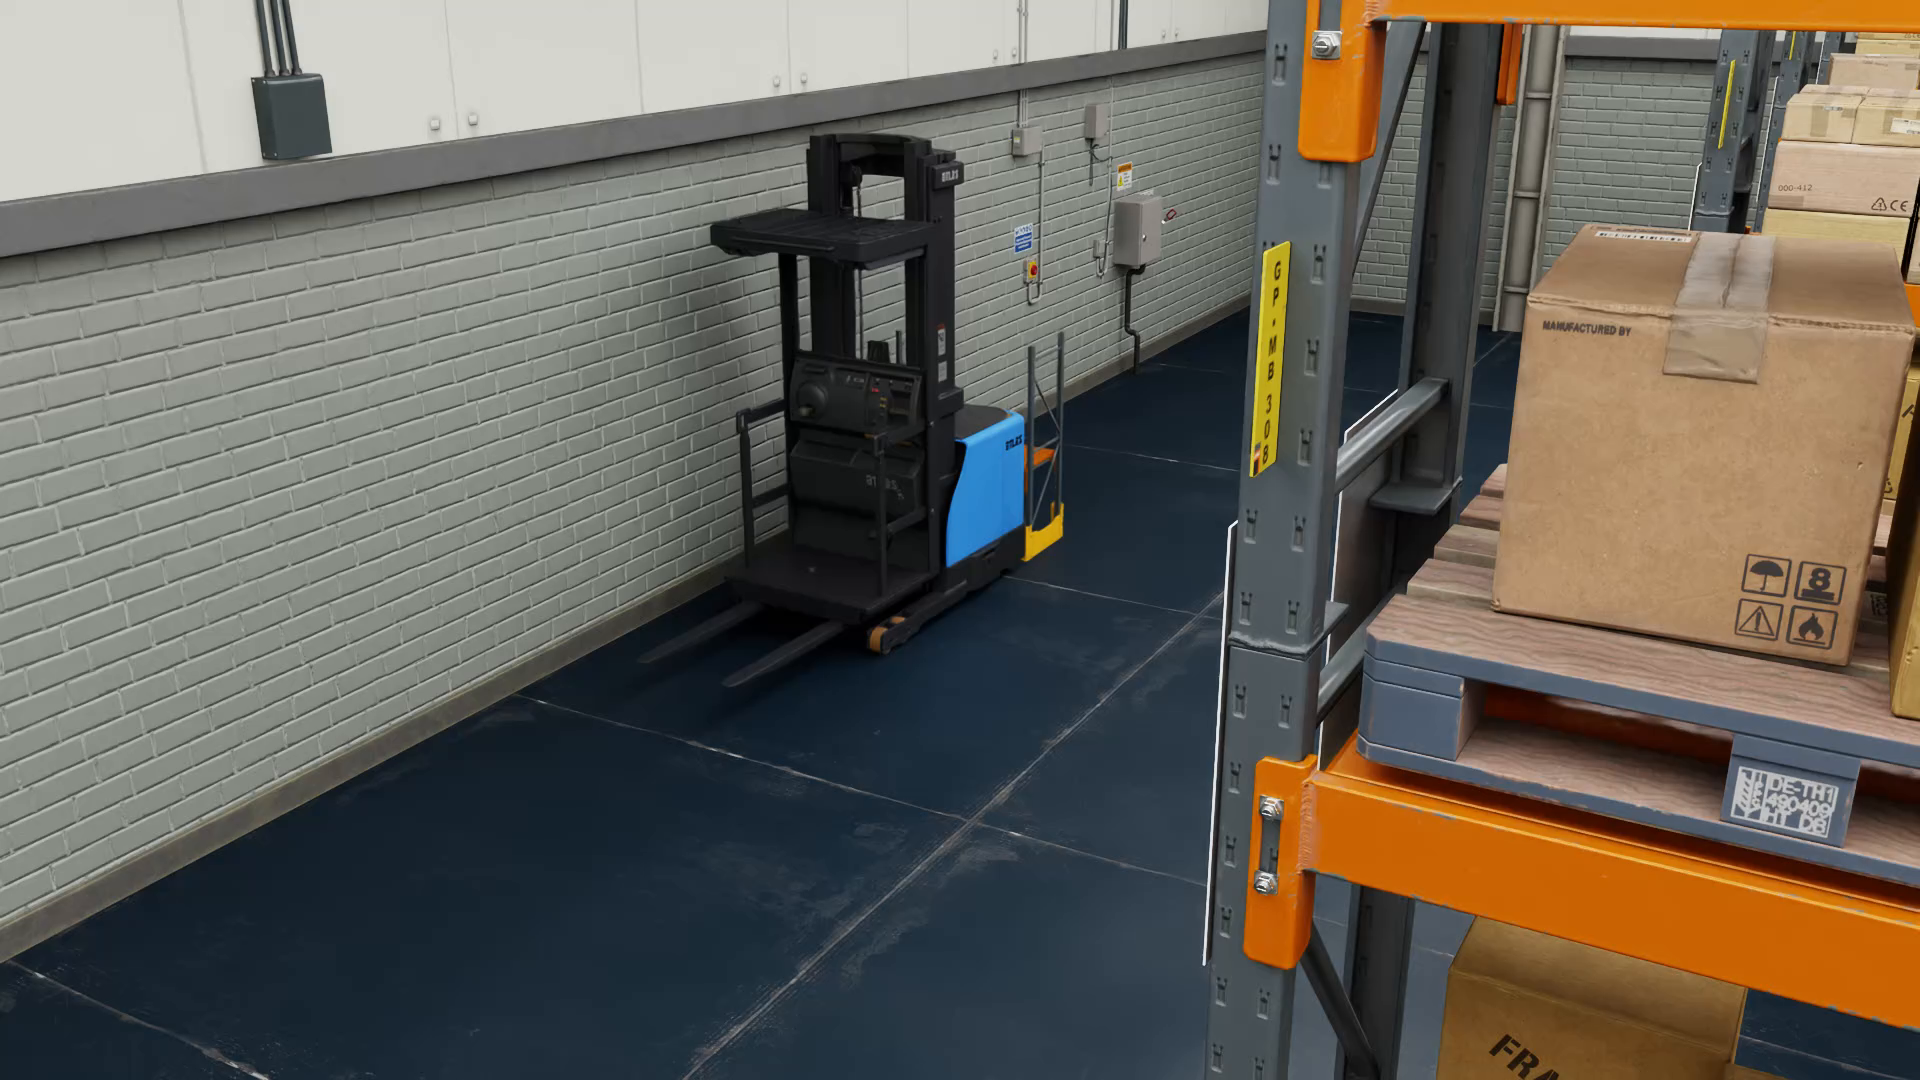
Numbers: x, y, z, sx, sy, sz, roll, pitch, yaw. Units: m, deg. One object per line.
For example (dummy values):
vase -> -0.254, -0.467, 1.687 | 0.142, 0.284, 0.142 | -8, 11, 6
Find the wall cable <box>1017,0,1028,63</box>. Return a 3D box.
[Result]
wall cable -> 0.449, -5.195, 12.990 | 0.029, 3.000, 0.463 | 11, 23, 27

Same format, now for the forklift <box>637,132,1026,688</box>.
forklift -> -0.749, -0.871, 9.968 | 1.130, 2.935, 3.031 | 12, 23, 29

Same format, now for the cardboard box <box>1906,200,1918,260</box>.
cardboard box -> 3.752, -1.365, 7.051 | 0.500, 0.250, 0.500 | 10, 22, 26

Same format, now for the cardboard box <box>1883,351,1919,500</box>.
cardboard box -> 3.932, -0.444, 6.640 | 0.500, 0.500, 0.500 | 12, 23, 29

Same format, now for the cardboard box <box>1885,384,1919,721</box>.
cardboard box -> 1.631, -0.064, 2.335 | 0.500, 0.500, 0.700 | 10, 22, 25

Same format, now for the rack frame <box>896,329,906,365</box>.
rack frame -> -0.307, -0.815, 11.911 | 0.032, 1.500, 0.500 | 11, 22, 27

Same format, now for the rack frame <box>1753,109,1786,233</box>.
rack frame -> 5.552, -1.513, 11.637 | 0.127, 3.000, 1.000 | 11, 23, 27

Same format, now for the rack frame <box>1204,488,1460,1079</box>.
rack frame -> 0.719, 1.437, 3.504 | 0.127, 3.000, 1.000 | 11, 23, 27

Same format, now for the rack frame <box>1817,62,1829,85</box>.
rack frame -> 7.969, -2.991, 15.712 | 0.127, 3.000, 1.000 | 11, 23, 27

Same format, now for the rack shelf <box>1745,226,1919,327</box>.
rack shelf -> 4.972, -0.762, 6.222 | 4.000, 0.370, 1.077 | 11, 23, 27

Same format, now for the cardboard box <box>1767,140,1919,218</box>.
cardboard box -> 3.491, -1.445, 6.538 | 0.500, 0.250, 0.500 | 11, 23, 28

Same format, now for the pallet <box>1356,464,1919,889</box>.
pallet -> 1.372, 0.189, 2.676 | 1.213, 0.211, 1.003 | 11, 23, 27

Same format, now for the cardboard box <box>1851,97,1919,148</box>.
cardboard box -> 3.611, -1.615, 6.422 | 0.250, 0.149, 0.380 | 12, 23, 29

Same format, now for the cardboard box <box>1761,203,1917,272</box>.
cardboard box -> 3.493, -1.211, 6.626 | 0.500, 0.250, 0.500 | 12, 23, 29

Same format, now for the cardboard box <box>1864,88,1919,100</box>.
cardboard box -> 3.838, -1.753, 6.802 | 0.250, 0.149, 0.380 | 11, 23, 28

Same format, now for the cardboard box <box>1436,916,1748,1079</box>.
cardboard box -> 1.272, 1.018, 3.343 | 0.500, 0.500, 0.500 | 11, 23, 28

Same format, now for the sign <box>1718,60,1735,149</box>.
sign -> 2.962, -1.682, 6.422 | 0.005, 0.325, 0.100 | 11, 23, 27

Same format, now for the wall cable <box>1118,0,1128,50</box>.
wall cable -> 2.209, -6.259, 15.869 | 0.133, 3.039, 2.988 | 11, 23, 27

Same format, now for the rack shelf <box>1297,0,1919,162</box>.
rack shelf -> 2.465, -0.524, 1.755 | 4.000, 0.370, 1.077 | 11, 23, 27

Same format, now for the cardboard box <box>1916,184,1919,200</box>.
cardboard box -> 3.752, -1.596, 6.954 | 0.500, 0.250, 0.500 | 10, 22, 26

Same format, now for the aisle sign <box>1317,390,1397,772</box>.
aisle sign -> 0.802, 0.114, 3.340 | 0.004, 0.787, 0.394 | 11, 23, 27

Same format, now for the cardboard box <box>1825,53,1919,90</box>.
cardboard box -> 5.989, -3.049, 10.930 | 0.500, 0.250, 0.500 | 9, 22, 22

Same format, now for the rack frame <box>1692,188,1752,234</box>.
rack frame -> 3.226, -0.022, 7.528 | 0.127, 3.000, 1.000 | 11, 23, 27

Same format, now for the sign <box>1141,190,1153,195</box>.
sign -> 1.830, -3.181, 16.376 | 0.001, 0.494, 0.329 | 11, 23, 27

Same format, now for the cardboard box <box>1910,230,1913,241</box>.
cardboard box -> 6.287, -1.781, 10.764 | 0.500, 0.500, 0.500 | 10, 22, 26

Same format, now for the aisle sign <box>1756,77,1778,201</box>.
aisle sign -> 5.348, -2.661, 10.988 | 0.004, 0.787, 0.394 | 11, 23, 27

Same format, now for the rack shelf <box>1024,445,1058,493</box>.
rack shelf -> 0.139, -0.562, 11.743 | 1.000, 0.185, 0.538 | 11, 22, 27

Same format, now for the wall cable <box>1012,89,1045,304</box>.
wall cable -> 0.618, -2.936, 14.024 | 0.123, 1.953, 0.585 | 11, 23, 27

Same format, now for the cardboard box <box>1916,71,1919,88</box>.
cardboard box -> 8.592, -4.077, 14.676 | 0.250, 0.149, 0.380 | 11, 23, 28

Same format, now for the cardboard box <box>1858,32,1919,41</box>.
cardboard box -> 8.234, -4.557, 14.681 | 0.500, 0.250, 0.500 | 11, 22, 27

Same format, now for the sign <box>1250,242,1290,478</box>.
sign -> 0.443, -0.257, 2.377 | 0.005, 0.325, 0.100 | 11, 23, 27

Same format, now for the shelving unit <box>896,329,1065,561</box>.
shelving unit -> 0.131, -0.733, 11.686 | 1.083, 1.500, 0.587 | 11, 22, 27

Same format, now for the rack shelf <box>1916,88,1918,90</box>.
rack shelf -> 9.715, -3.730, 14.406 | 4.000, 0.370, 1.077 | 11, 23, 27
